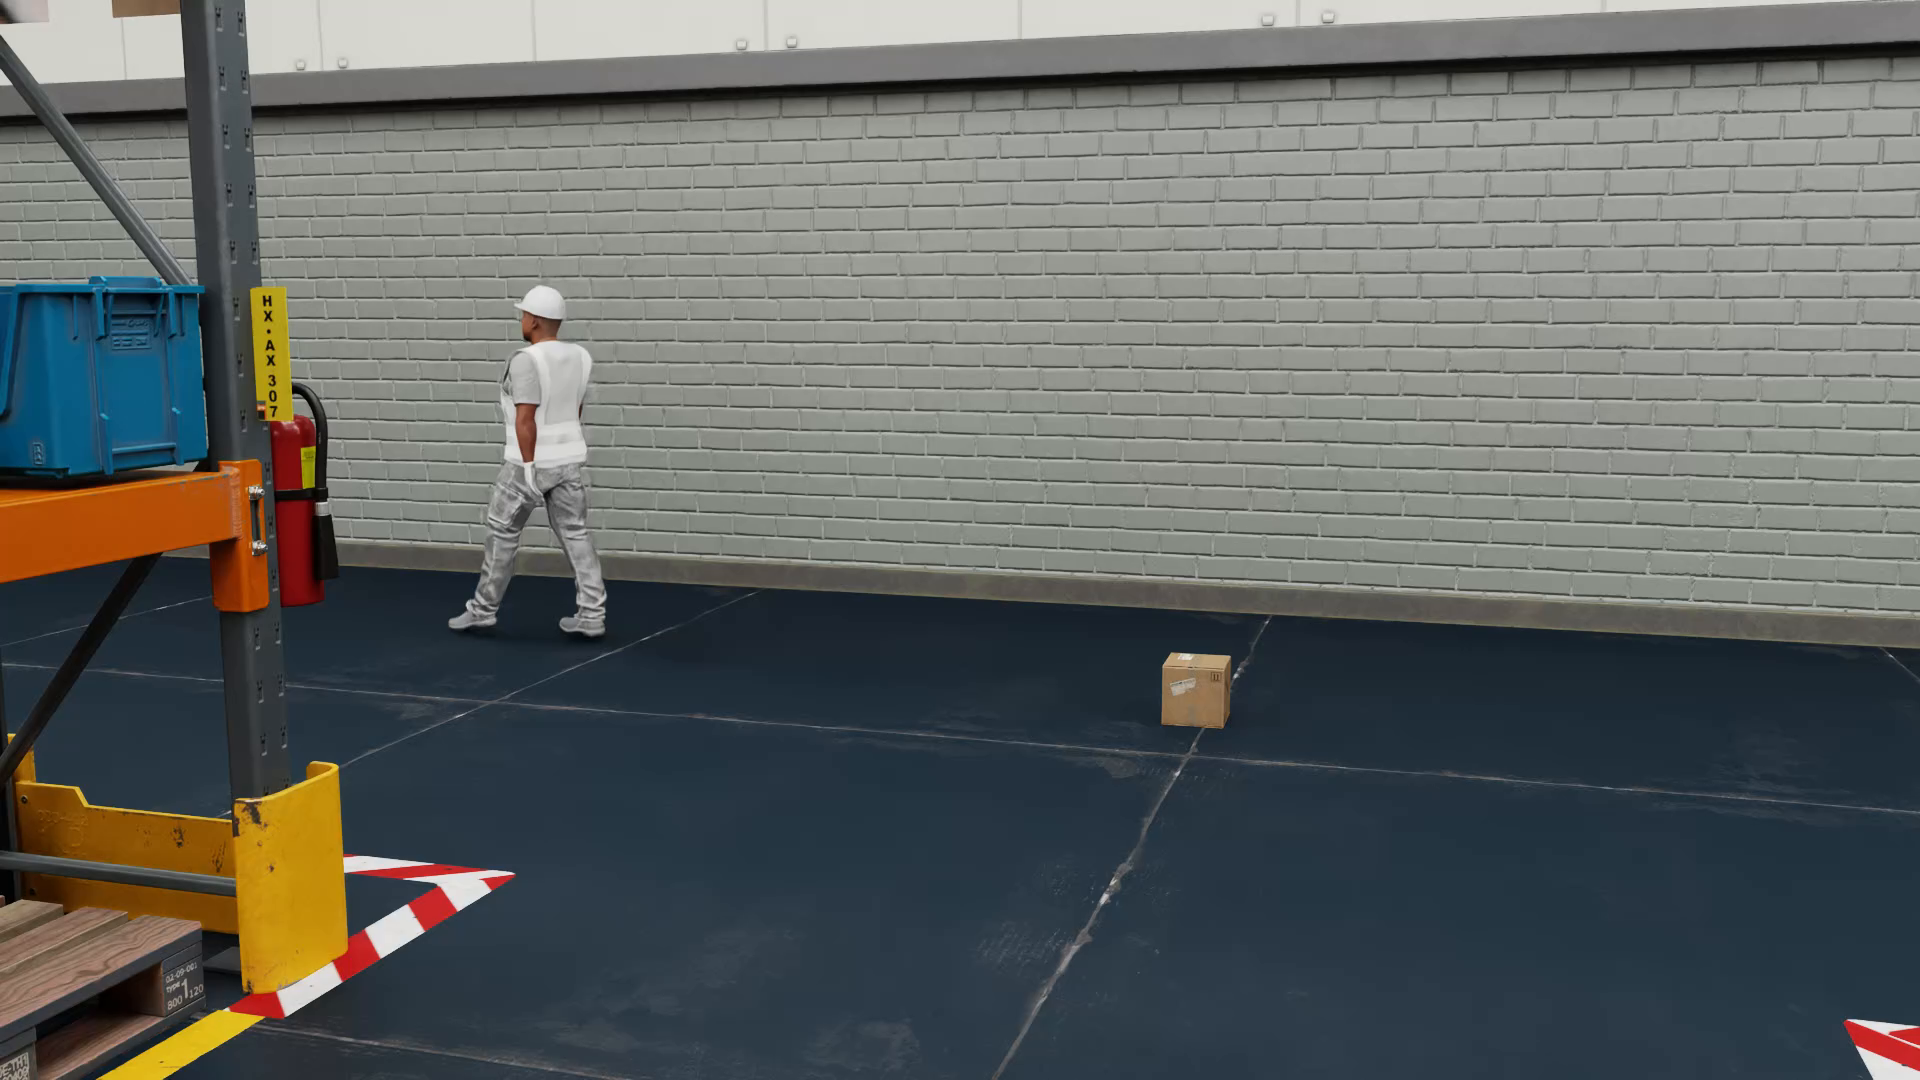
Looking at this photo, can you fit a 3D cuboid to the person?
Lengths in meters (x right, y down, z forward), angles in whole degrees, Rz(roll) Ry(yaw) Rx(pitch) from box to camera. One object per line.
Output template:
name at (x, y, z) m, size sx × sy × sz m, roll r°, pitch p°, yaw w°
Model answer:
person at (-2.196, -0.406, 8.460) m, size 0.892 × 1.754 × 0.561 m, roll 5°, pitch 10°, yaw 31°
